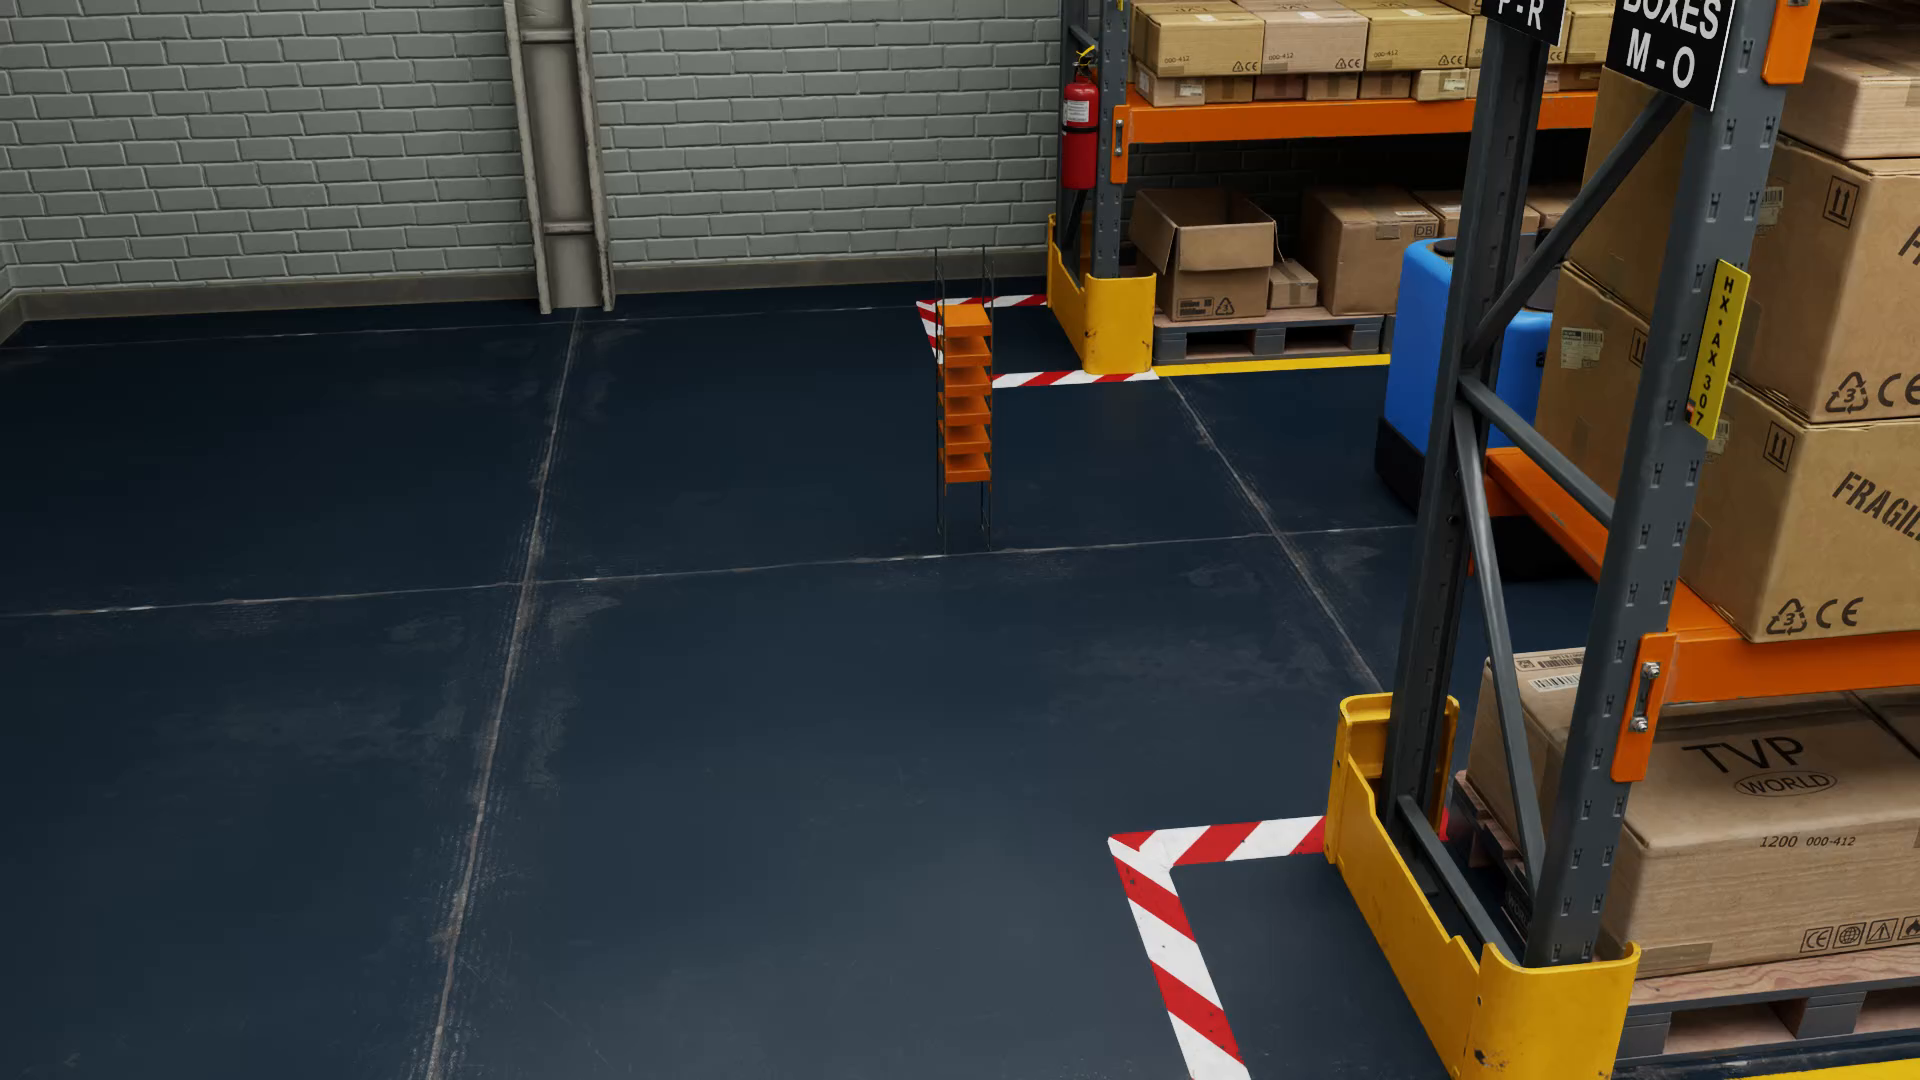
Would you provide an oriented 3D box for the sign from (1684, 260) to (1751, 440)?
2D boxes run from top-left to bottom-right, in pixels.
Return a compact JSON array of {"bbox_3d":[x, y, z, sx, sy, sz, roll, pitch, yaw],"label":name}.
[{"bbox_3d":[1.419,-0.355,3.121,0.005,0.325,0.100,-4,27,-7],"label":"sign"}]

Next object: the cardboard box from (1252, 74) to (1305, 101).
[{"bbox_3d":[1.517,-2.284,8.191,0.250,0.149,0.380,-4,27,-8],"label":"cardboard box"}]

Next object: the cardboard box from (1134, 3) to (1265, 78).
[{"bbox_3d":[1.139,-2.402,7.984,0.500,0.250,0.500,-4,27,-7],"label":"cardboard box"}]

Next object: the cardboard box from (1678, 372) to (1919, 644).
[{"bbox_3d":[1.863,-0.131,3.610,0.500,0.500,0.500,-4,27,-8],"label":"cardboard box"}]

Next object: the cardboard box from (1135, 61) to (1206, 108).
[{"bbox_3d":[1.016,-2.214,8.055,0.250,0.149,0.380,-4,27,-8],"label":"cardboard box"}]

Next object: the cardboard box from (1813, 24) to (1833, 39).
[{"bbox_3d":[1.675,-1.077,3.648,0.250,0.149,0.380,-3,27,-6],"label":"cardboard box"}]

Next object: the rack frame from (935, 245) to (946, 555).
[{"bbox_3d":[-0.076,-0.529,6.467,0.006,1.200,0.240,-4,27,-7],"label":"rack frame"}]

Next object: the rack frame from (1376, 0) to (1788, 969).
[{"bbox_3d":[1.348,-0.186,3.826,0.127,3.000,1.000,-4,27,-7],"label":"rack frame"}]

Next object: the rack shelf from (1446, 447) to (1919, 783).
[{"bbox_3d":[3.328,0.007,4.238,4.000,0.370,1.077,-4,27,-7],"label":"rack shelf"}]

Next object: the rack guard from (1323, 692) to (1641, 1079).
[{"bbox_3d":[1.324,0.928,4.394,0.348,0.500,1.175,-4,27,-7],"label":"rack guard"}]

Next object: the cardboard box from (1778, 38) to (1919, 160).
[{"bbox_3d":[1.738,-0.861,3.227,0.250,0.149,0.380,-3,27,-6],"label":"cardboard box"}]

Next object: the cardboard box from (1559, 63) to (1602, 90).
[{"bbox_3d":[3.040,-2.384,8.387,0.250,0.149,0.380,-3,27,-6],"label":"cardboard box"}]

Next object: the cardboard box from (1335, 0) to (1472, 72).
[{"bbox_3d":[2.140,-2.468,8.113,0.500,0.250,0.500,-4,27,-8],"label":"cardboard box"}]

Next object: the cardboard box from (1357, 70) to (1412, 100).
[{"bbox_3d":[2.038,-2.292,8.206,0.250,0.149,0.380,-3,27,-6],"label":"cardboard box"}]

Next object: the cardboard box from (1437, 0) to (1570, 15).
[{"bbox_3d":[2.625,-2.831,7.999,0.500,0.500,0.500,-3,27,-6],"label":"cardboard box"}]

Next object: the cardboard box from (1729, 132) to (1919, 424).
[{"bbox_3d":[1.863,-0.577,3.384,0.500,0.500,0.500,-4,27,-8],"label":"cardboard box"}]

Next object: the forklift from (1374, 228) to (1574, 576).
[{"bbox_3d":[3.361,-1.478,6.420,3.031,2.935,1.130,-5,28,-9],"label":"forklift"}]

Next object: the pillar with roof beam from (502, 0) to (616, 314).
[{"bbox_3d":[-1.543,-3.388,3.496,0.400,9.000,9.100,-4,27,-7],"label":"pillar with roof beam"}]

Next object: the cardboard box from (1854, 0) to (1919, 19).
[{"bbox_3d":[2.167,-1.158,3.807,0.250,0.149,0.380,-4,27,-8],"label":"cardboard box"}]

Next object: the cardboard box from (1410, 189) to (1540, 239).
[{"bbox_3d":[2.661,-1.525,8.715,0.500,0.500,0.500,-3,27,-6],"label":"cardboard box"}]

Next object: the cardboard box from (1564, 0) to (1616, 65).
[{"bbox_3d":[3.153,-2.542,8.258,0.500,0.250,0.500,-4,27,-7],"label":"cardboard box"}]

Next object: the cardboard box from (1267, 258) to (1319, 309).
[{"bbox_3d":[1.697,-1.353,8.765,0.250,0.149,0.380,-5,28,-9],"label":"cardboard box"}]

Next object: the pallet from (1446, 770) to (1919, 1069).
[{"bbox_3d":[2.129,0.969,4.631,1.213,0.211,1.003,-4,27,-7],"label":"pallet"}]

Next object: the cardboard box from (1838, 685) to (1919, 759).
[{"bbox_3d":[2.892,0.618,4.606,0.875,0.438,0.875,-3,27,-6],"label":"cardboard box"}]

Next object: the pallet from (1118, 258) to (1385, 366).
[{"bbox_3d":[1.517,-1.245,8.945,1.213,0.211,1.003,-4,27,-7],"label":"pallet"}]

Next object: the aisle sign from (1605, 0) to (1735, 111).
[{"bbox_3d":[1.317,-1.207,2.968,0.004,0.787,0.394,-4,27,-7],"label":"aisle sign"}]

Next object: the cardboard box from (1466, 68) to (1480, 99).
[{"bbox_3d":[2.557,-2.300,8.222,0.250,0.149,0.380,-3,27,-6],"label":"cardboard box"}]

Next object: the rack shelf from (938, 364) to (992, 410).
[{"bbox_3d":[0.014,-0.602,6.443,0.180,0.103,0.258,-4,27,-7],"label":"rack shelf"}]

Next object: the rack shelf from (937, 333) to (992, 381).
[{"bbox_3d":[0.014,-0.709,6.389,0.180,0.103,0.258,-4,27,-7],"label":"rack shelf"}]

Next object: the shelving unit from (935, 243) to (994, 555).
[{"bbox_3d":[0.014,-0.535,6.478,0.189,1.200,0.258,-4,27,-7],"label":"shelving unit"}]

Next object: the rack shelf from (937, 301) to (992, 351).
[{"bbox_3d":[0.014,-0.816,6.334,0.180,0.103,0.258,-4,27,-7],"label":"rack shelf"}]

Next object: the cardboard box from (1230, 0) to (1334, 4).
[{"bbox_3d":[1.582,-2.676,8.519,0.500,0.250,0.500,-4,27,-7],"label":"cardboard box"}]
